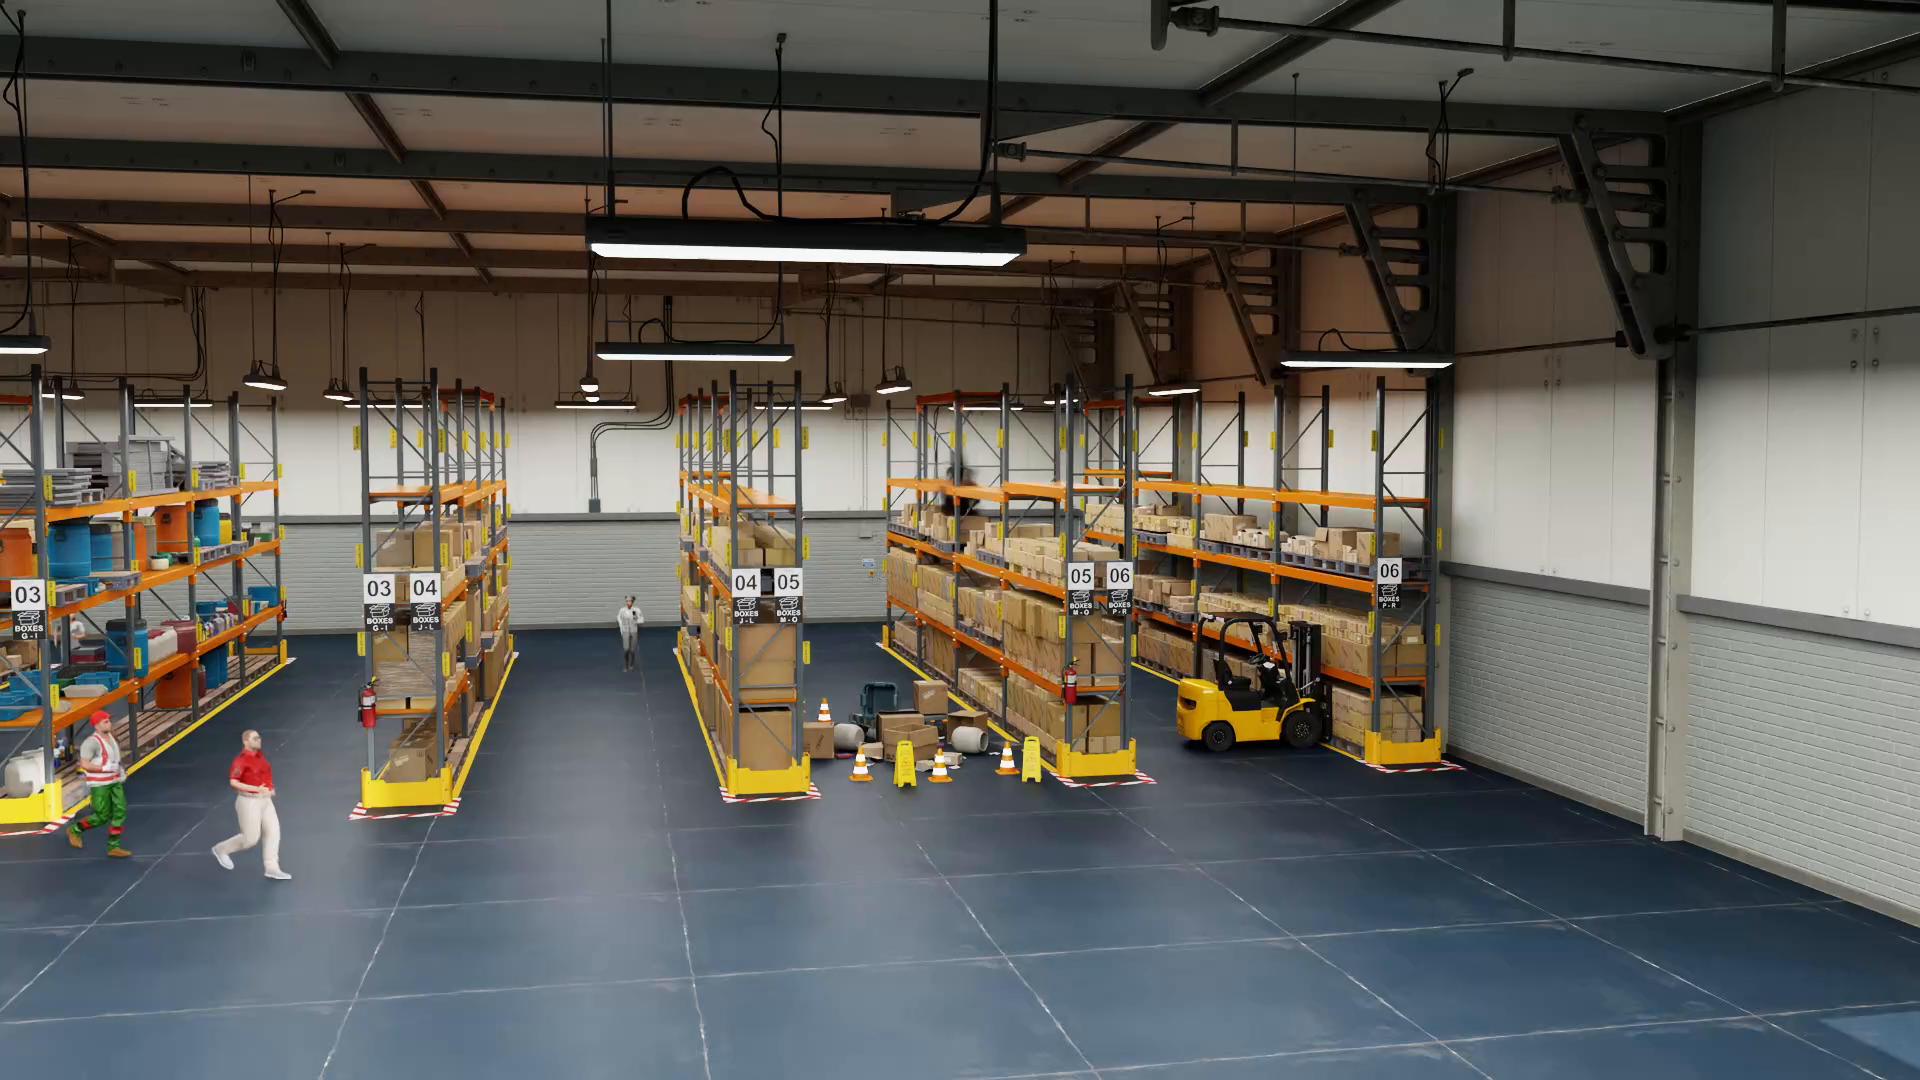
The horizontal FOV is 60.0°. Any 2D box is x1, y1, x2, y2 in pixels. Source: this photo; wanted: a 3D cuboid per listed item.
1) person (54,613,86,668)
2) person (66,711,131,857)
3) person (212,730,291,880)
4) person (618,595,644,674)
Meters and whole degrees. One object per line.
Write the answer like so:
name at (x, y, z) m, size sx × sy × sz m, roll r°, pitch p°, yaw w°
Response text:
person at (-17.719, 2.180, 33.103) m, size 0.580 × 1.650 × 0.989 m, roll -1°, pitch 4°, yaw -23°
person at (-10.347, 2.927, 19.999) m, size 0.782 × 1.757 × 0.663 m, roll 0°, pitch 3°, yaw 8°
person at (-8.085, 3.023, 18.993) m, size 0.901 × 1.720 × 0.663 m, roll 1°, pitch 3°, yaw 10°
person at (-7.110, 2.039, 35.885) m, size 0.566 × 1.740 × 0.708 m, roll -1°, pitch 3°, yaw -9°
